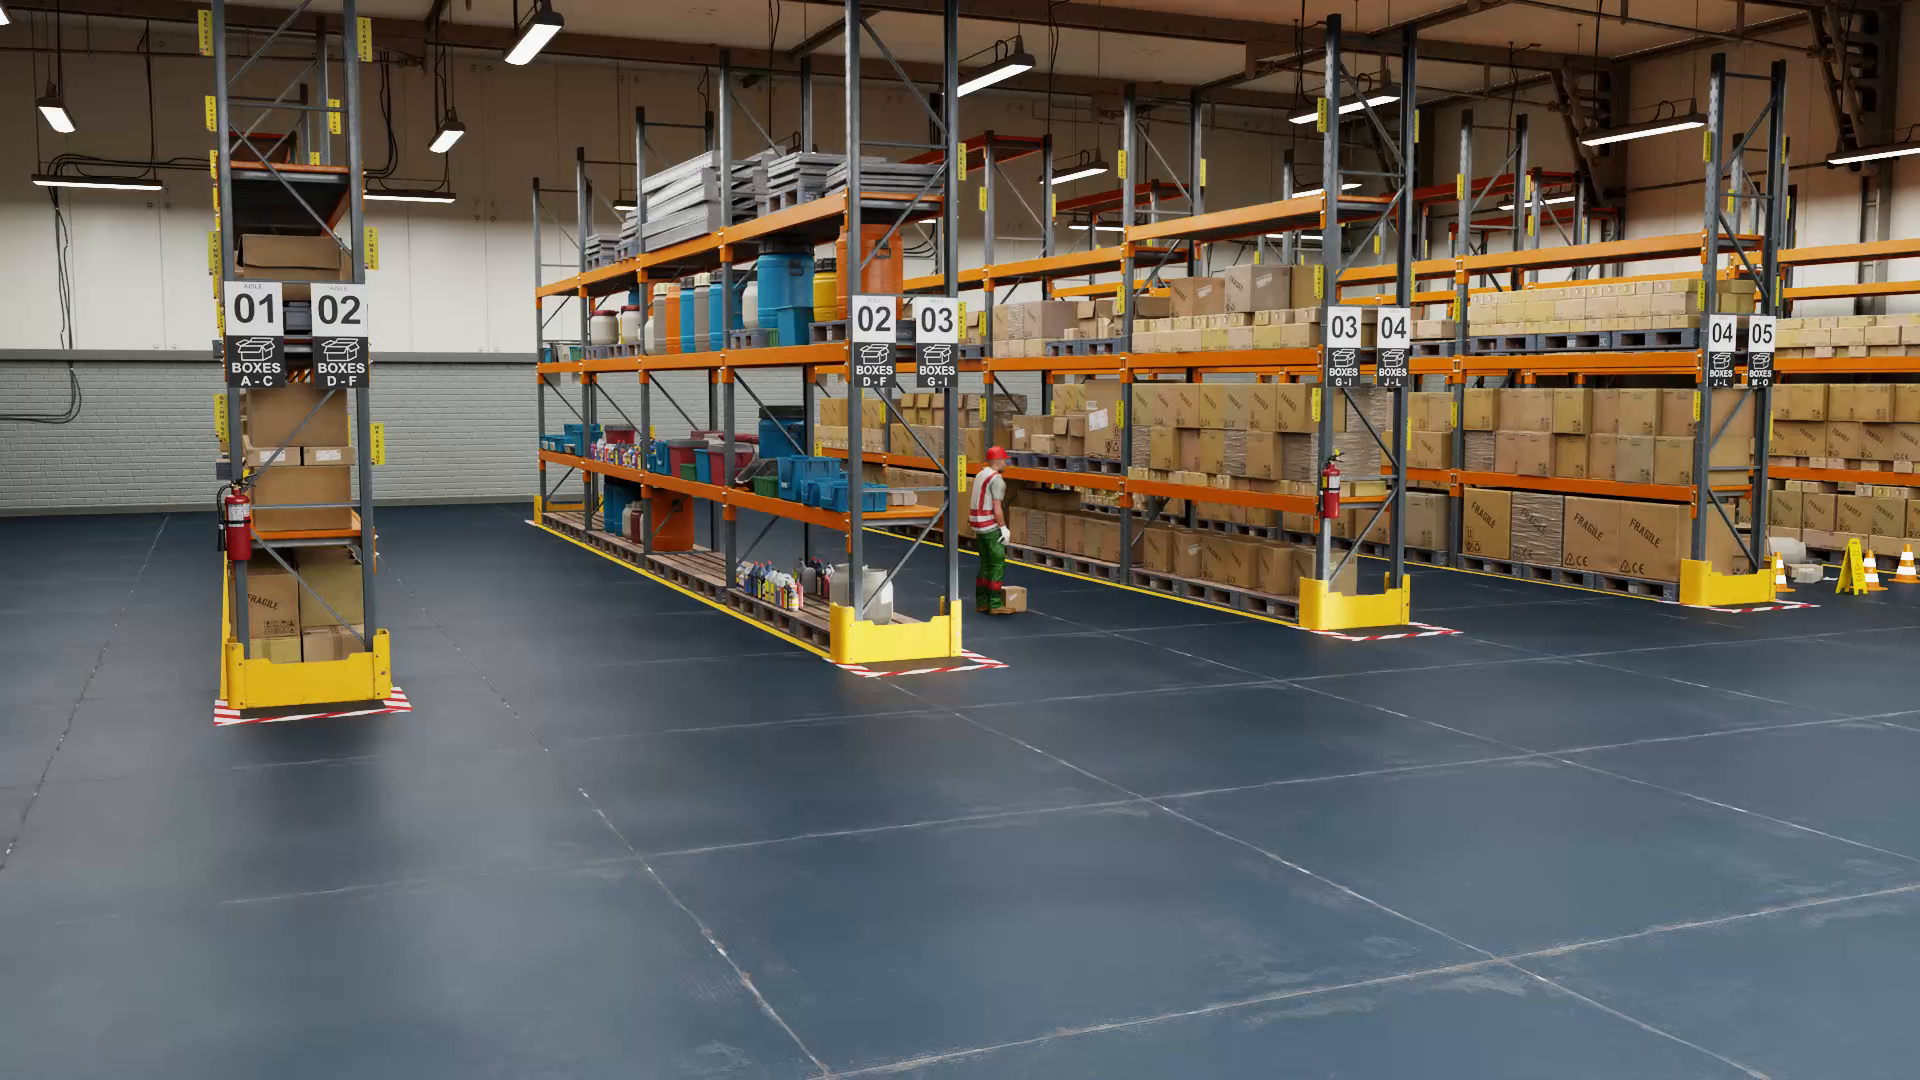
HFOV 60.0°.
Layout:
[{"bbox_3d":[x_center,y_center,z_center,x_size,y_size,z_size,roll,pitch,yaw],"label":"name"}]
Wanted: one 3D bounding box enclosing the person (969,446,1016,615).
[{"bbox_3d":[0.348,-0.111,17.808,0.448,1.780,0.609,-2,6,-23],"label":"person"}]
